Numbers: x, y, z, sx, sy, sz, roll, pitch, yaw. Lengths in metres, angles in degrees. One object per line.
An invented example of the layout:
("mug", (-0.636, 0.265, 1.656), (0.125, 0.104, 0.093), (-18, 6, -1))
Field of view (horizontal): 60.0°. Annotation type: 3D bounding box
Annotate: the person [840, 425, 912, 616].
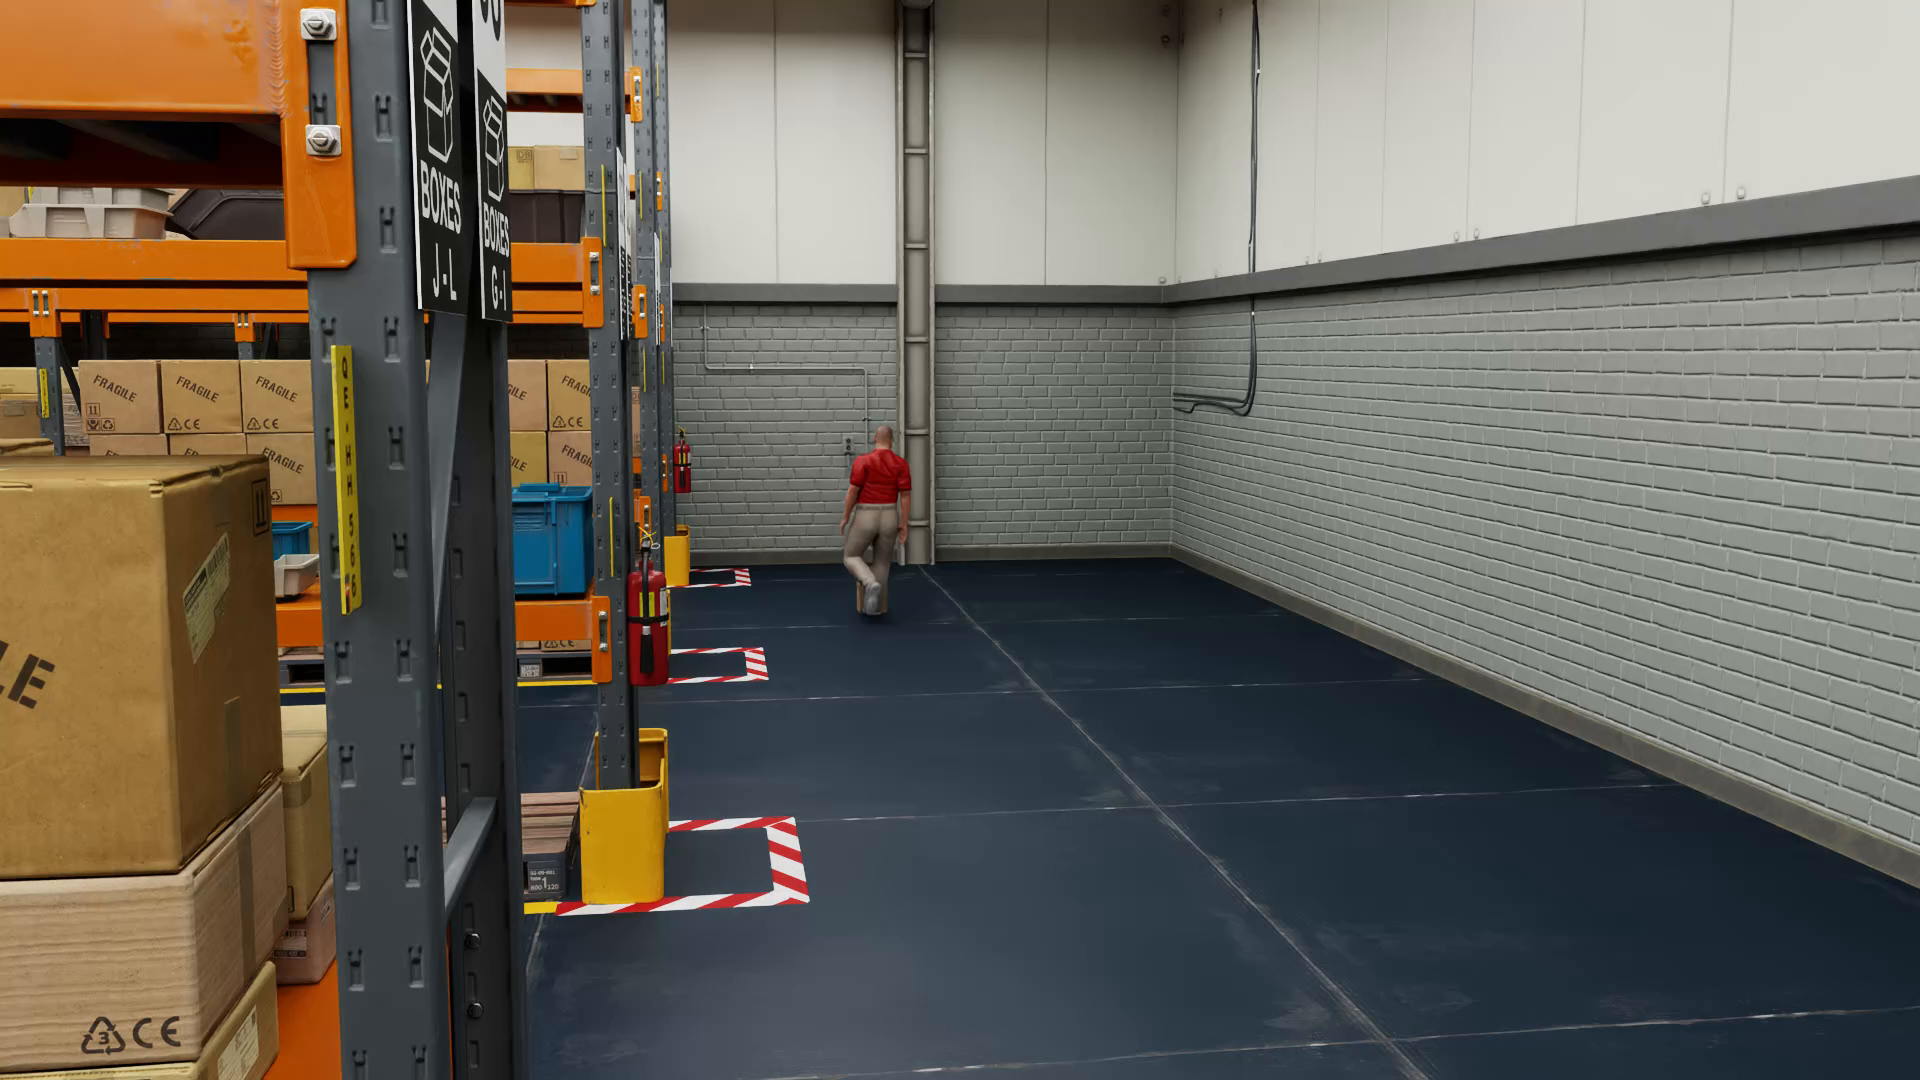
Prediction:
("person", (-0.764, -0.161, 14.696), (0.607, 1.708, 0.715), (-2, 7, -18))
